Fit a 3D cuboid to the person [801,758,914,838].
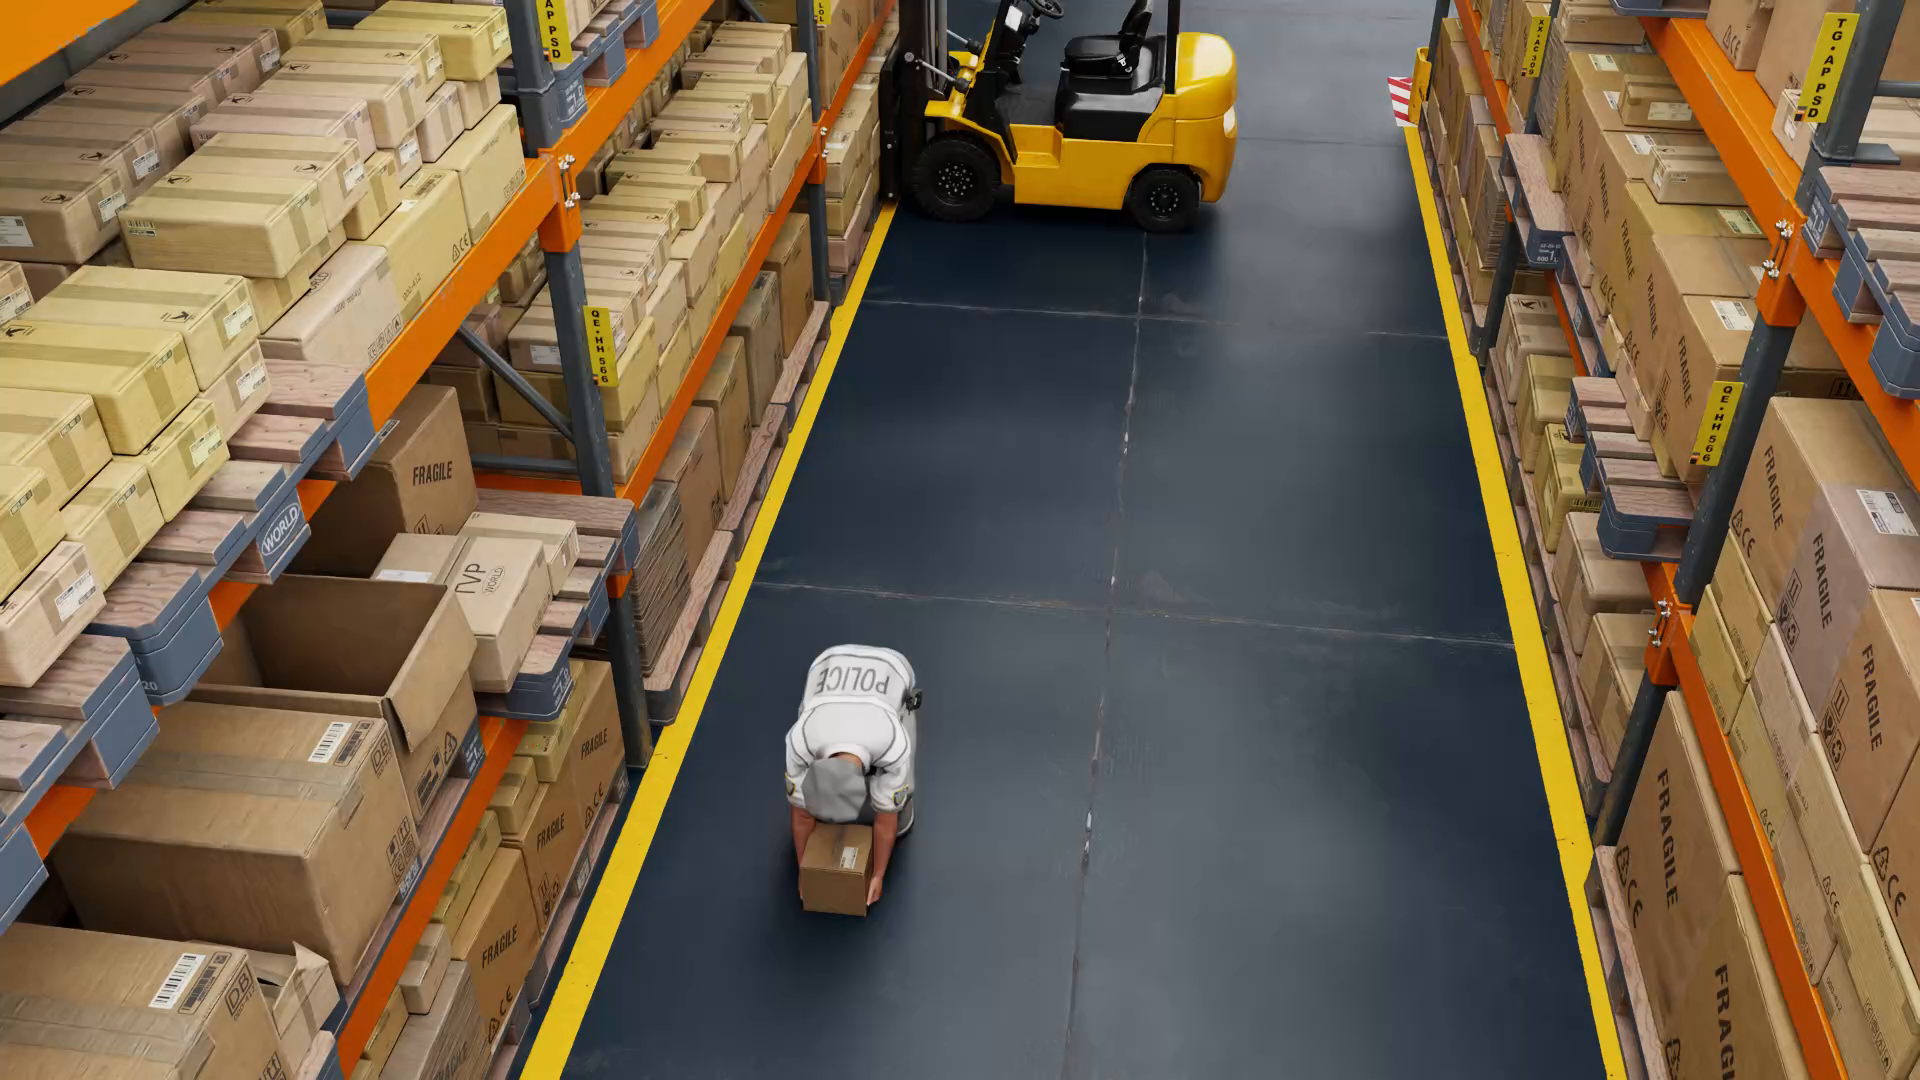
[{"bbox_3d":[-0.448,0.951,6.537,0.449,0.807,0.858,6,36,8],"label":"person"}]
